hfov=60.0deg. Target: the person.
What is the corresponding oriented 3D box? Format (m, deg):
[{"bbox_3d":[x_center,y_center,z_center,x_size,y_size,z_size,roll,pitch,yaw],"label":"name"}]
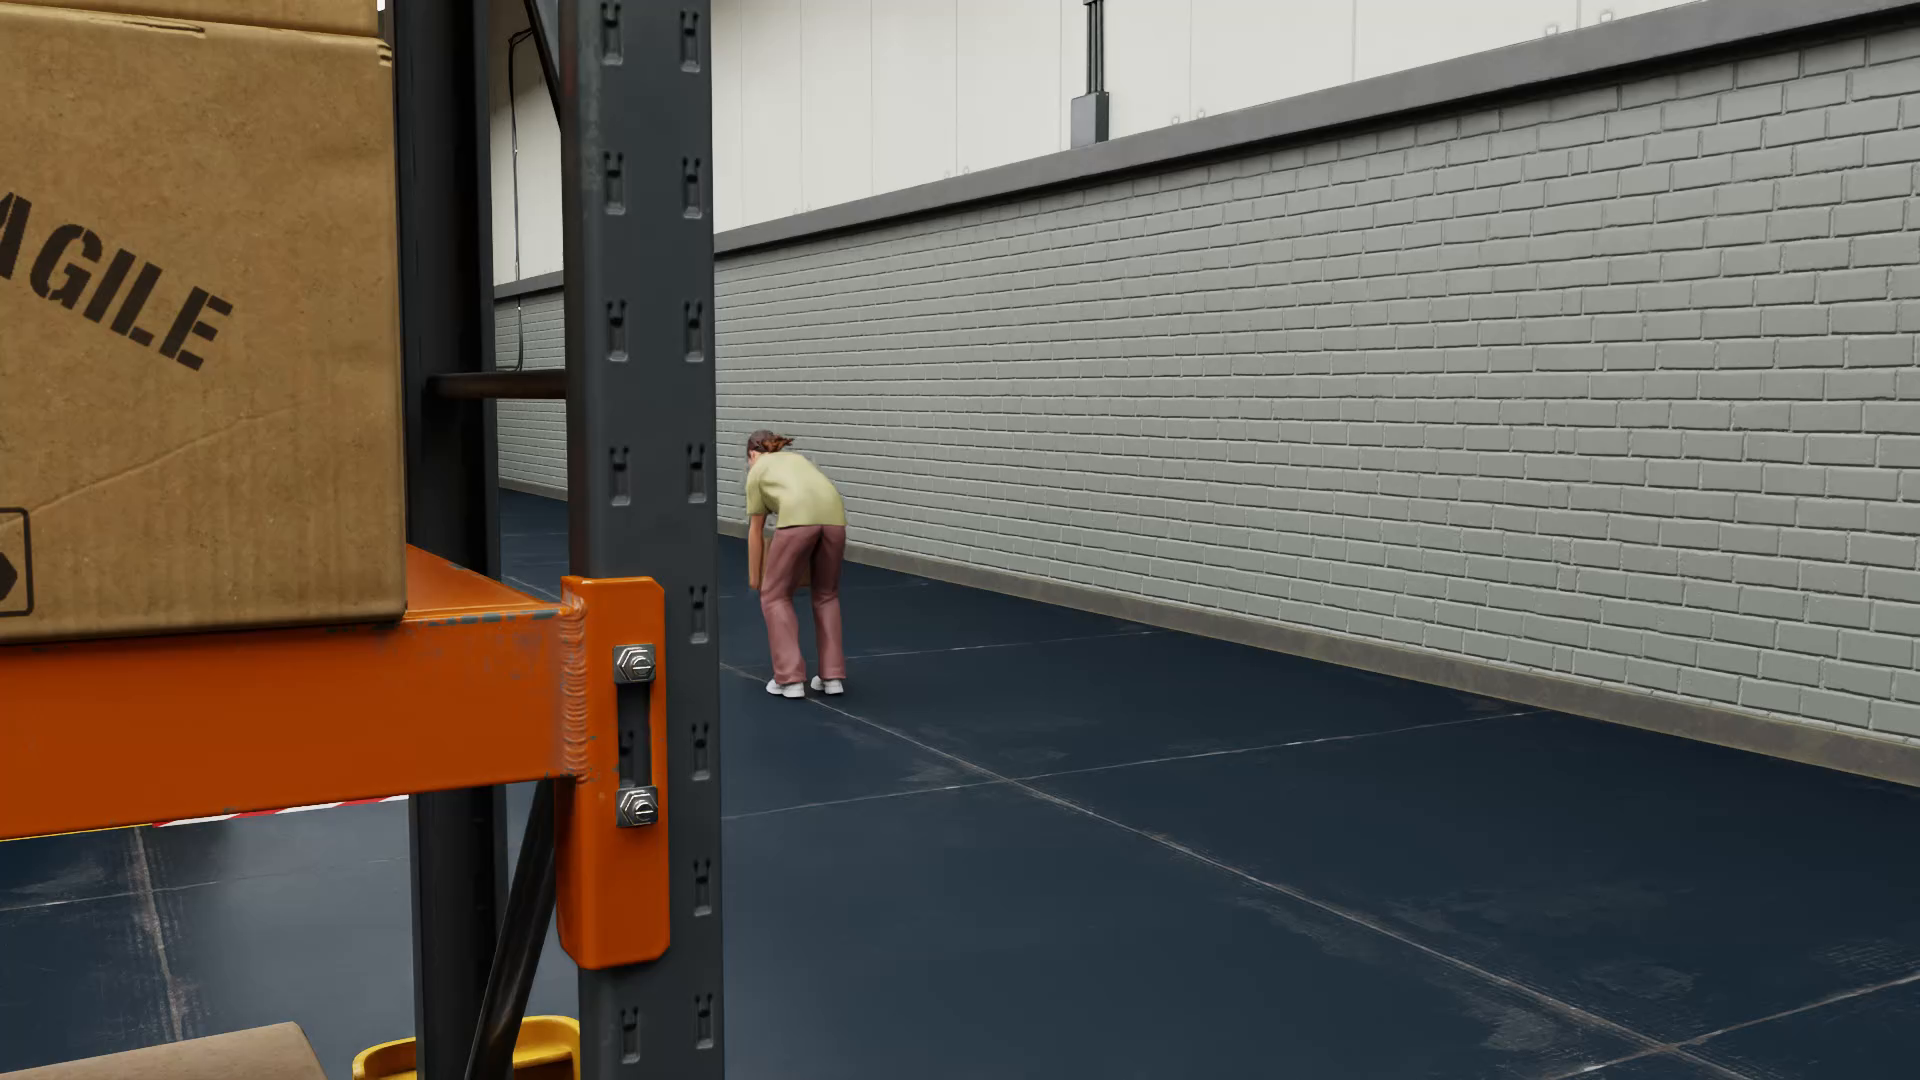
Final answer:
[{"bbox_3d":[-0.866,0.159,8.427,0.410,1.191,0.811,-3,6,-30],"label":"person"}]
